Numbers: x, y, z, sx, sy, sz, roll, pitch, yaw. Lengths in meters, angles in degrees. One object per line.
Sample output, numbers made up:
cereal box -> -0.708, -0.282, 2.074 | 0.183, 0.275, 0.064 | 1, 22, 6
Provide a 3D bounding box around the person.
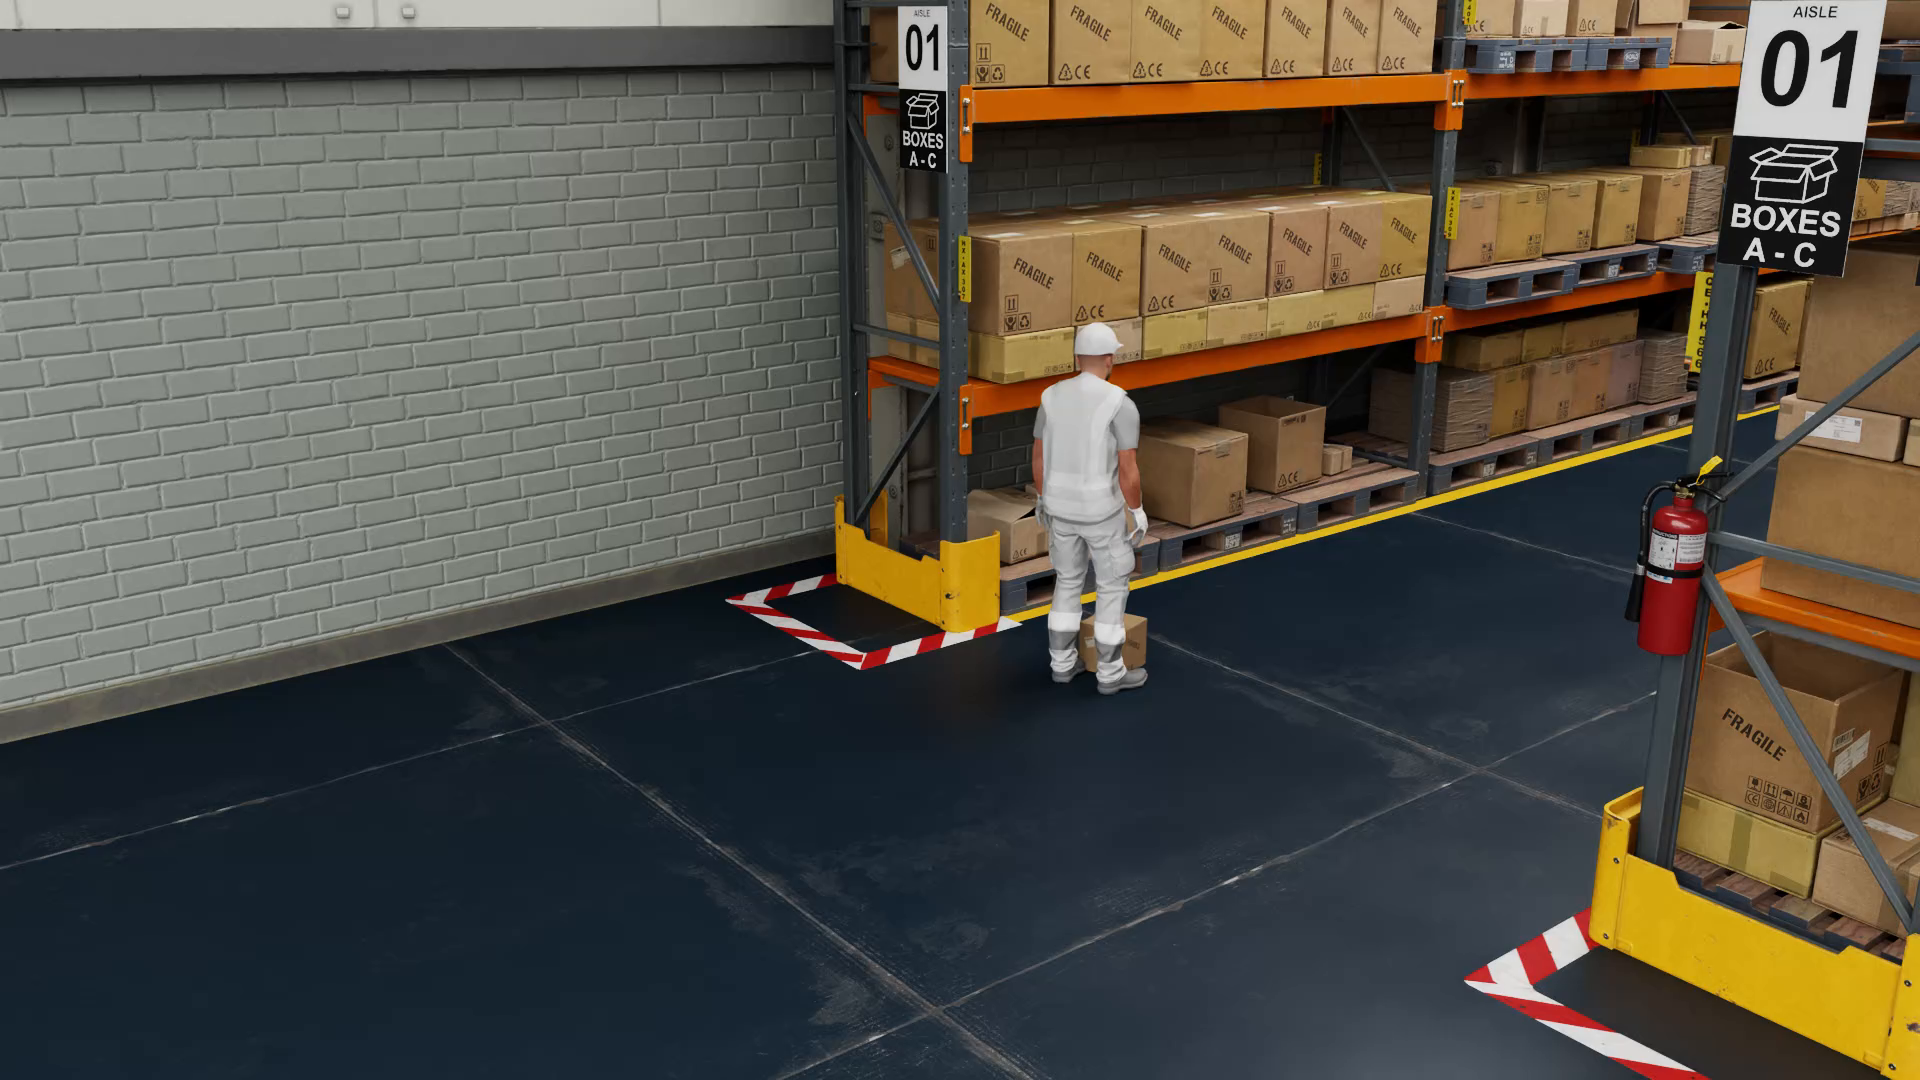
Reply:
person -> 0.628, -0.152, 8.011 | 0.608, 1.777, 0.453 | 12, 21, 34
